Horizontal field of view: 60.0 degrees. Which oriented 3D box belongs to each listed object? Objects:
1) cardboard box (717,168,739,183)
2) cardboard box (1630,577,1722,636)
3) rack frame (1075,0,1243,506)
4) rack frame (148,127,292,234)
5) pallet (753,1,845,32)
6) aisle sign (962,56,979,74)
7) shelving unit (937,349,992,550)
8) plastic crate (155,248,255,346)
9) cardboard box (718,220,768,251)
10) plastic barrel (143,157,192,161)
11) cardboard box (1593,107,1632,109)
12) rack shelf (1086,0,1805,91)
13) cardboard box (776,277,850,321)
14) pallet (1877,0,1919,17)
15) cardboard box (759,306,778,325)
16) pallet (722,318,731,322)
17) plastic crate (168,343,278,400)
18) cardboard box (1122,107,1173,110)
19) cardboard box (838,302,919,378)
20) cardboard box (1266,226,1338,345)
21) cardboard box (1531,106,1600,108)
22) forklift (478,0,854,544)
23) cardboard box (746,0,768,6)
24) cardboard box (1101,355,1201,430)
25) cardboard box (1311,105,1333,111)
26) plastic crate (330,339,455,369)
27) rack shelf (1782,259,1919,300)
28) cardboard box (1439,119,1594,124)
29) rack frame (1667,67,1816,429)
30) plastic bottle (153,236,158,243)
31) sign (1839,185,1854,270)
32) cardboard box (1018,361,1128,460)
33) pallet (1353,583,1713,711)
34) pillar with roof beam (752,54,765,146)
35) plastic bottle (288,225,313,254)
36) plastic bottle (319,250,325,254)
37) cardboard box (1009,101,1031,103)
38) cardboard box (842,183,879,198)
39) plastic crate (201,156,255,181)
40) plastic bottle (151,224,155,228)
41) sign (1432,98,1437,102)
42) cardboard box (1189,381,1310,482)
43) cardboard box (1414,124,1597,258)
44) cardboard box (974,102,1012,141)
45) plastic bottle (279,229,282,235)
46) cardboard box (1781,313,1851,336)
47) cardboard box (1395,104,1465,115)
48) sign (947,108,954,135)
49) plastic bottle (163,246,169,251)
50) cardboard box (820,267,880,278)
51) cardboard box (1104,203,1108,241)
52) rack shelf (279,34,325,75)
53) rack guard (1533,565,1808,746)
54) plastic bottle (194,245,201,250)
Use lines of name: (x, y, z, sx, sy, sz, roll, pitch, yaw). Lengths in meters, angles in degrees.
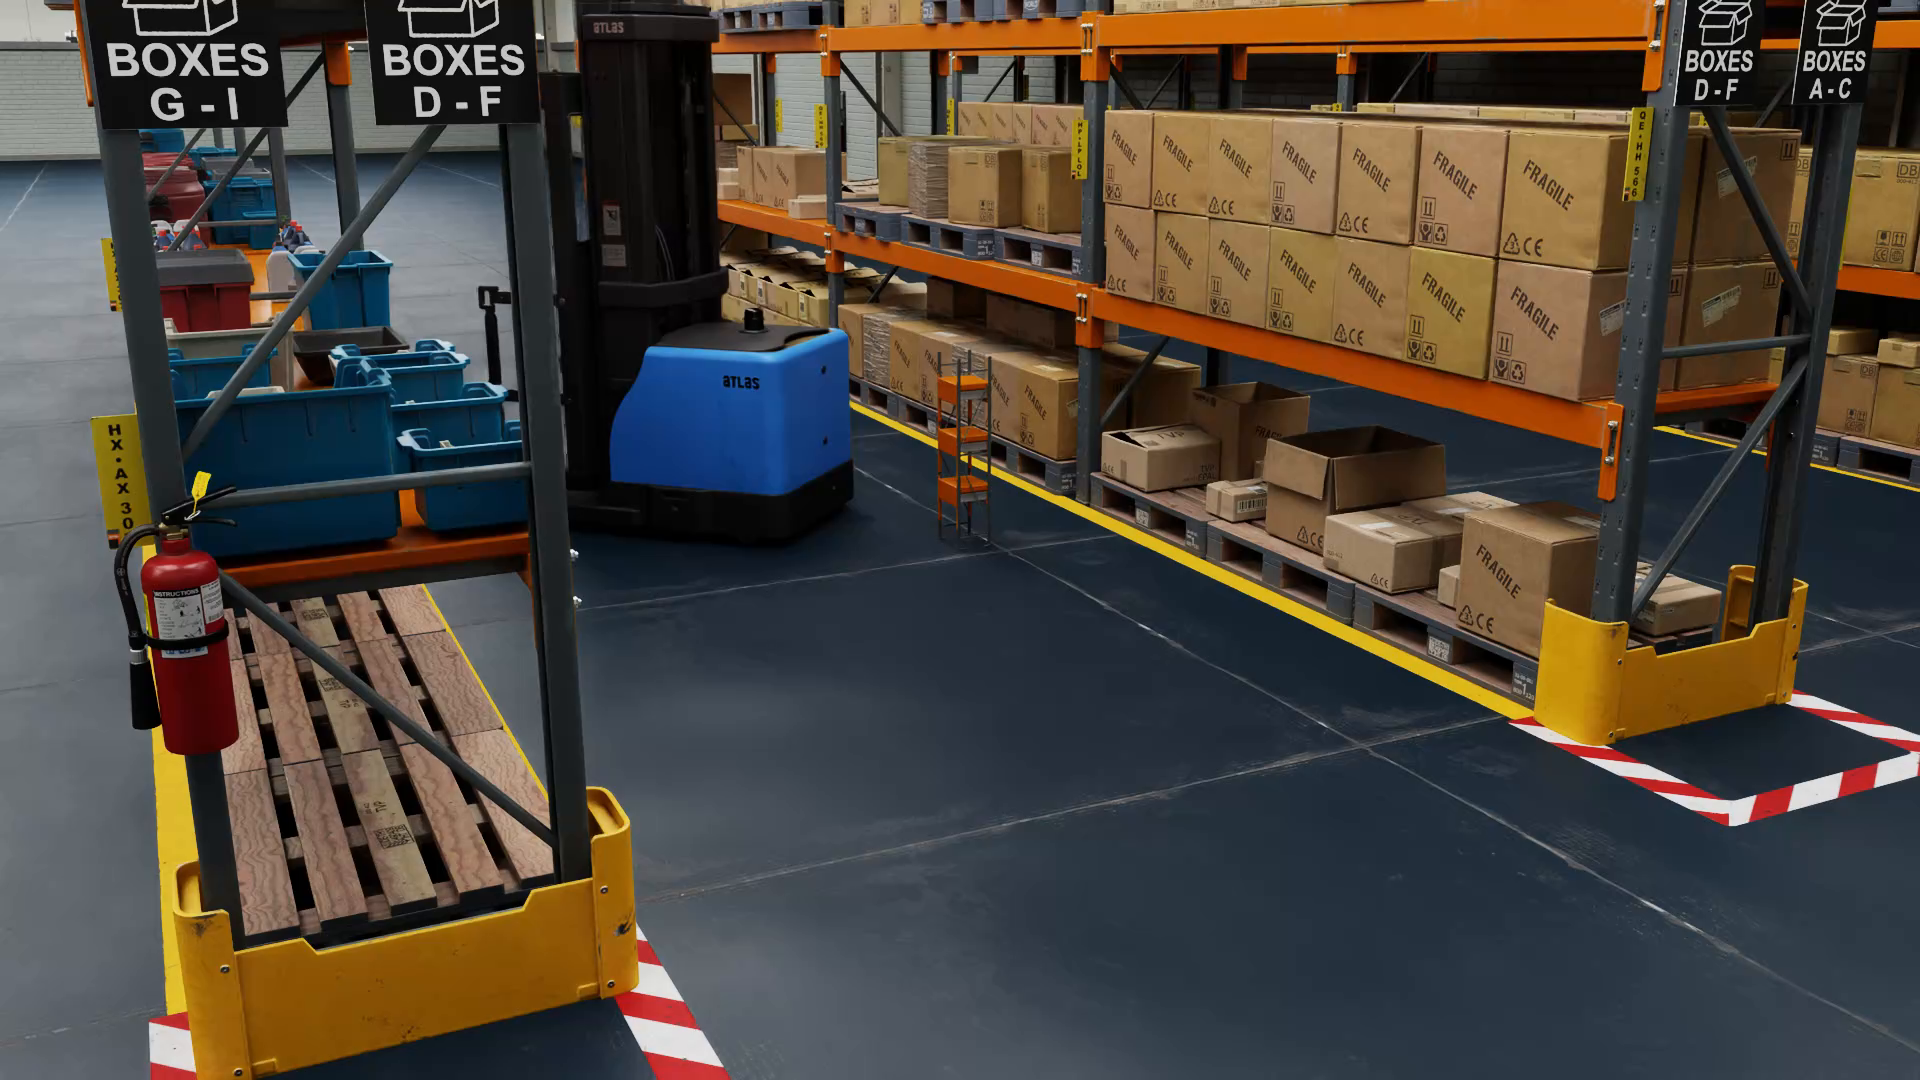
cardboard box: (-2.075, -3.516, 16.335, 0.500, 0.250, 0.500, -6, 17, -21)
cardboard box: (3.053, 0.284, 7.192, 0.380, 0.149, 0.250, -8, 18, -25)
rack frame: (1.175, -1.721, 9.809, 1.000, 3.000, 0.127, -8, 18, -25)
rack frame: (-5.032, -2.115, 11.183, 1.000, 3.000, 0.127, -8, 18, -25)
pallet: (-0.955, -4.221, 13.427, 1.213, 0.211, 1.003, -7, 17, -22)
aisle sign: (0.068, -6.527, 21.844, 0.394, 0.787, 0.004, -8, 18, -25)
shelving unit: (0.023, -0.491, 9.060, 0.215, 1.050, 0.252, -8, 18, -25)
plastic crate: (-3.114, -0.931, 6.832, 0.402, 0.464, 0.583, -8, 18, -25)
cardboard box: (-2.251, -3.098, 17.472, 0.500, 0.500, 0.500, -8, 18, -25)
plastic barrel: (-6.241, -2.727, 13.067, 0.433, 0.535, 0.433, 0, 16, 0)
cardboard box: (5.200, -3.280, 13.125, 0.500, 0.250, 0.500, -8, 18, -27)
rack shelf: (2.051, -2.321, 7.767, 1.077, 0.370, 4.000, -8, 18, -25)
cardboard box: (-1.262, -2.091, 14.305, 0.500, 0.311, 0.500, -8, 18, -26)
pallet: (5.976, -3.515, 10.786, 1.003, 0.211, 1.213, -8, 18, -25)
cardboard box: (-1.474, -1.946, 14.818, 0.500, 0.250, 0.500, -7, 18, -24)
pallet: (-1.972, -2.186, 16.486, 1.003, 0.211, 1.213, -8, 18, -25)
plastic crate: (-2.657, -0.558, 5.952, 0.416, 0.233, 0.300, -8, 18, -25)
cardboard box: (2.104, -4.744, 19.219, 0.500, 0.500, 0.500, -8, 18, -26)
cardboard box: (-0.635, -1.575, 13.036, 0.500, 0.500, 0.500, -7, 17, -23)
cardboard box: (1.822, -1.233, 7.927, 0.500, 0.500, 0.500, -8, 18, -26)
cardboard box: (4.975, -3.410, 13.578, 0.500, 0.250, 0.500, -8, 18, -26)
forklift: (-2.203, -1.614, 9.561, 3.031, 2.935, 1.130, 6, 17, 19)
cardboard box: (-1.547, -4.795, 14.593, 0.500, 0.250, 0.500, -9, 18, -30)
cardboard box: (1.182, -0.880, 10.614, 0.500, 0.500, 0.500, -9, 18, -27)
cardboard box: (3.542, -4.043, 15.748, 0.380, 0.149, 0.250, -11, 19, -34)
plastic crate: (-2.047, -0.582, 6.034, 0.416, 0.233, 0.300, -8, 18, -25)
rack shelf: (6.503, -1.479, 10.270, 1.077, 0.370, 4.000, -8, 18, -25)
cardboard box: (2.520, -1.653, 7.579, 0.500, 0.500, 0.500, -7, 18, -24)
rack frame: (5.627, -2.320, 11.898, 1.000, 3.000, 0.127, -8, 18, -25)
plastic bottle: (-4.667, -1.621, 9.671, 0.061, 0.283, 0.133, -8, 18, -25)
sign: (3.415, -1.211, 6.462, 0.100, 0.325, 0.005, -8, 18, -25)
cardboard box: (0.701, -0.819, 10.399, 0.500, 0.500, 0.500, -8, 18, -25)
pallet: (2.544, 0.395, 7.492, 1.003, 0.211, 1.213, -8, 18, -25)
pillar with roof beam: (-7.673, -10.566, 29.755, 9.100, 9.000, 0.400, -8, 18, -25)
plastic bottle: (-3.798, -1.636, 9.602, 0.144, 0.351, 0.185, -8, 18, -25)
plastic bottle: (-3.445, -1.430, 9.007, 0.061, 0.283, 0.133, -8, 18, -25)
cardboard box: (0.767, -5.503, 21.864, 0.500, 0.500, 0.500, -8, 18, -26)
cardboard box: (-0.697, -2.765, 13.610, 0.500, 0.311, 0.500, -6, 17, -21)
plastic crate: (-6.297, -3.055, 14.341, 0.402, 0.464, 0.583, -8, 18, -25)
plastic bottle: (-5.030, -1.826, 10.386, 0.061, 0.283, 0.133, -8, 18, -25)
sign: (4.372, -3.937, 15.432, 0.100, 0.325, 0.005, -8, 18, -25)
cardboard box: (1.680, -0.624, 9.721, 0.500, 0.500, 0.500, -8, 18, -25)
cardboard box: (2.263, -1.460, 6.906, 0.500, 0.500, 0.500, -7, 17, -23)
cardboard box: (0.516, -5.315, 21.211, 0.500, 0.500, 0.500, -8, 18, -25)
plastic bottle: (-4.437, -1.940, 10.933, 0.097, 0.201, 0.097, 0, 16, 0)
cardboard box: (5.977, -1.495, 11.615, 0.380, 0.149, 0.250, -8, 18, -25)
cardboard box: (4.077, -3.596, 14.229, 0.500, 0.250, 0.500, -8, 18, -26)
sign: (-0.094, -3.299, 13.353, 0.100, 0.325, 0.005, -8, 18, -25)
plastic bottle: (-4.057, -1.334, 8.550, 0.144, 0.351, 0.185, -8, 18, -25)
cardboard box: (-1.002, -2.284, 14.978, 0.500, 0.311, 0.500, -8, 18, -26)
cardboard box: (1.169, -2.115, 10.241, 0.500, 0.500, 0.700, 15, 22, 42)
rack shelf: (-4.155, -2.715, 9.140, 1.077, 0.370, 4.000, -8, 18, -25)
rack guard: (2.894, 0.454, 6.763, 1.175, 0.500, 0.348, -8, 18, -25)
plastic bottle: (-3.927, -1.351, 8.610, 0.144, 0.351, 0.185, -8, 18, -25)
